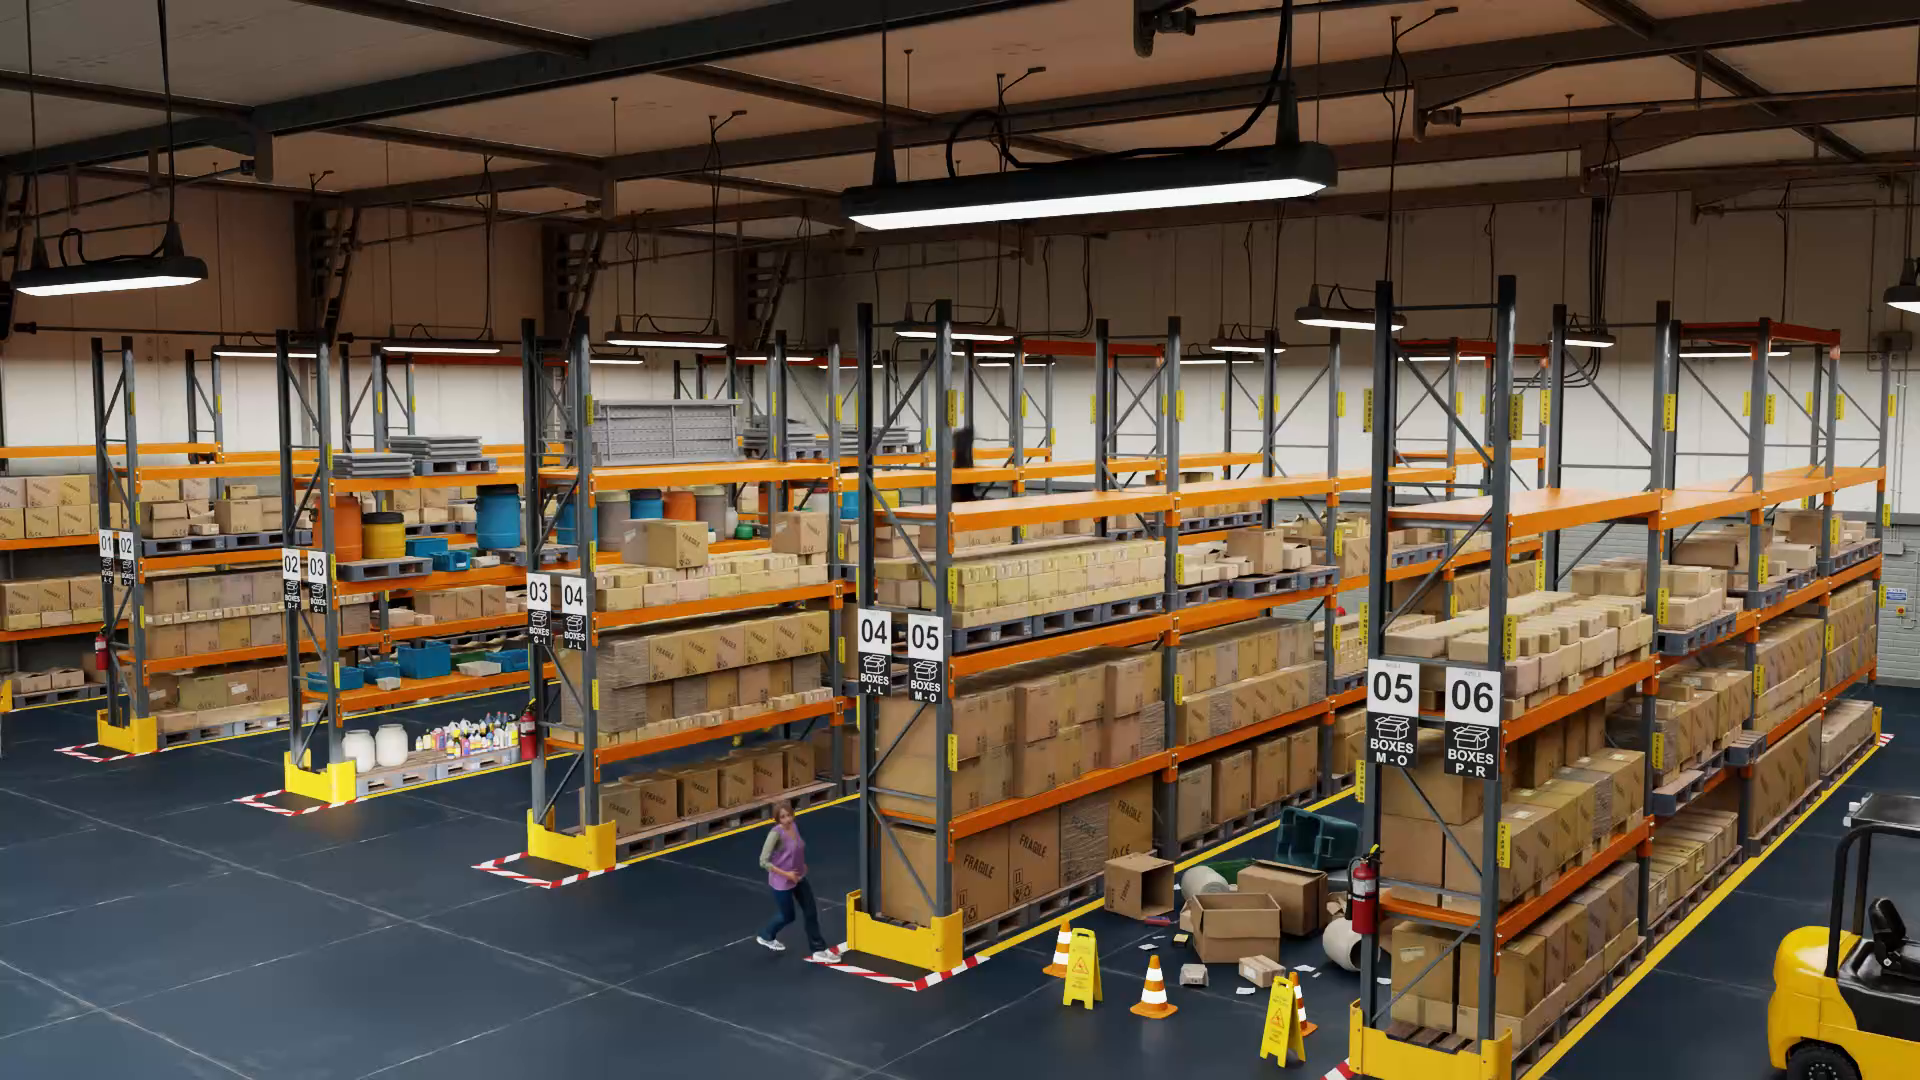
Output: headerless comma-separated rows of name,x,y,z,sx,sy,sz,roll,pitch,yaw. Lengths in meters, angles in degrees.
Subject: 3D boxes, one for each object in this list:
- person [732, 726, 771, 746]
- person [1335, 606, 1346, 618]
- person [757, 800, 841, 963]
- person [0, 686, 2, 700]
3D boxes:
person,-3.161,2.194,24.895,0.750,1.723,1.044,3,6,28
person,6.086,1.943,26.760,0.628,1.761,0.679,4,6,38
person,-1.576,3.081,14.993,0.800,1.540,0.656,3,6,31
person,-13.478,2.370,22.851,0.563,1.639,0.772,-2,5,-23
